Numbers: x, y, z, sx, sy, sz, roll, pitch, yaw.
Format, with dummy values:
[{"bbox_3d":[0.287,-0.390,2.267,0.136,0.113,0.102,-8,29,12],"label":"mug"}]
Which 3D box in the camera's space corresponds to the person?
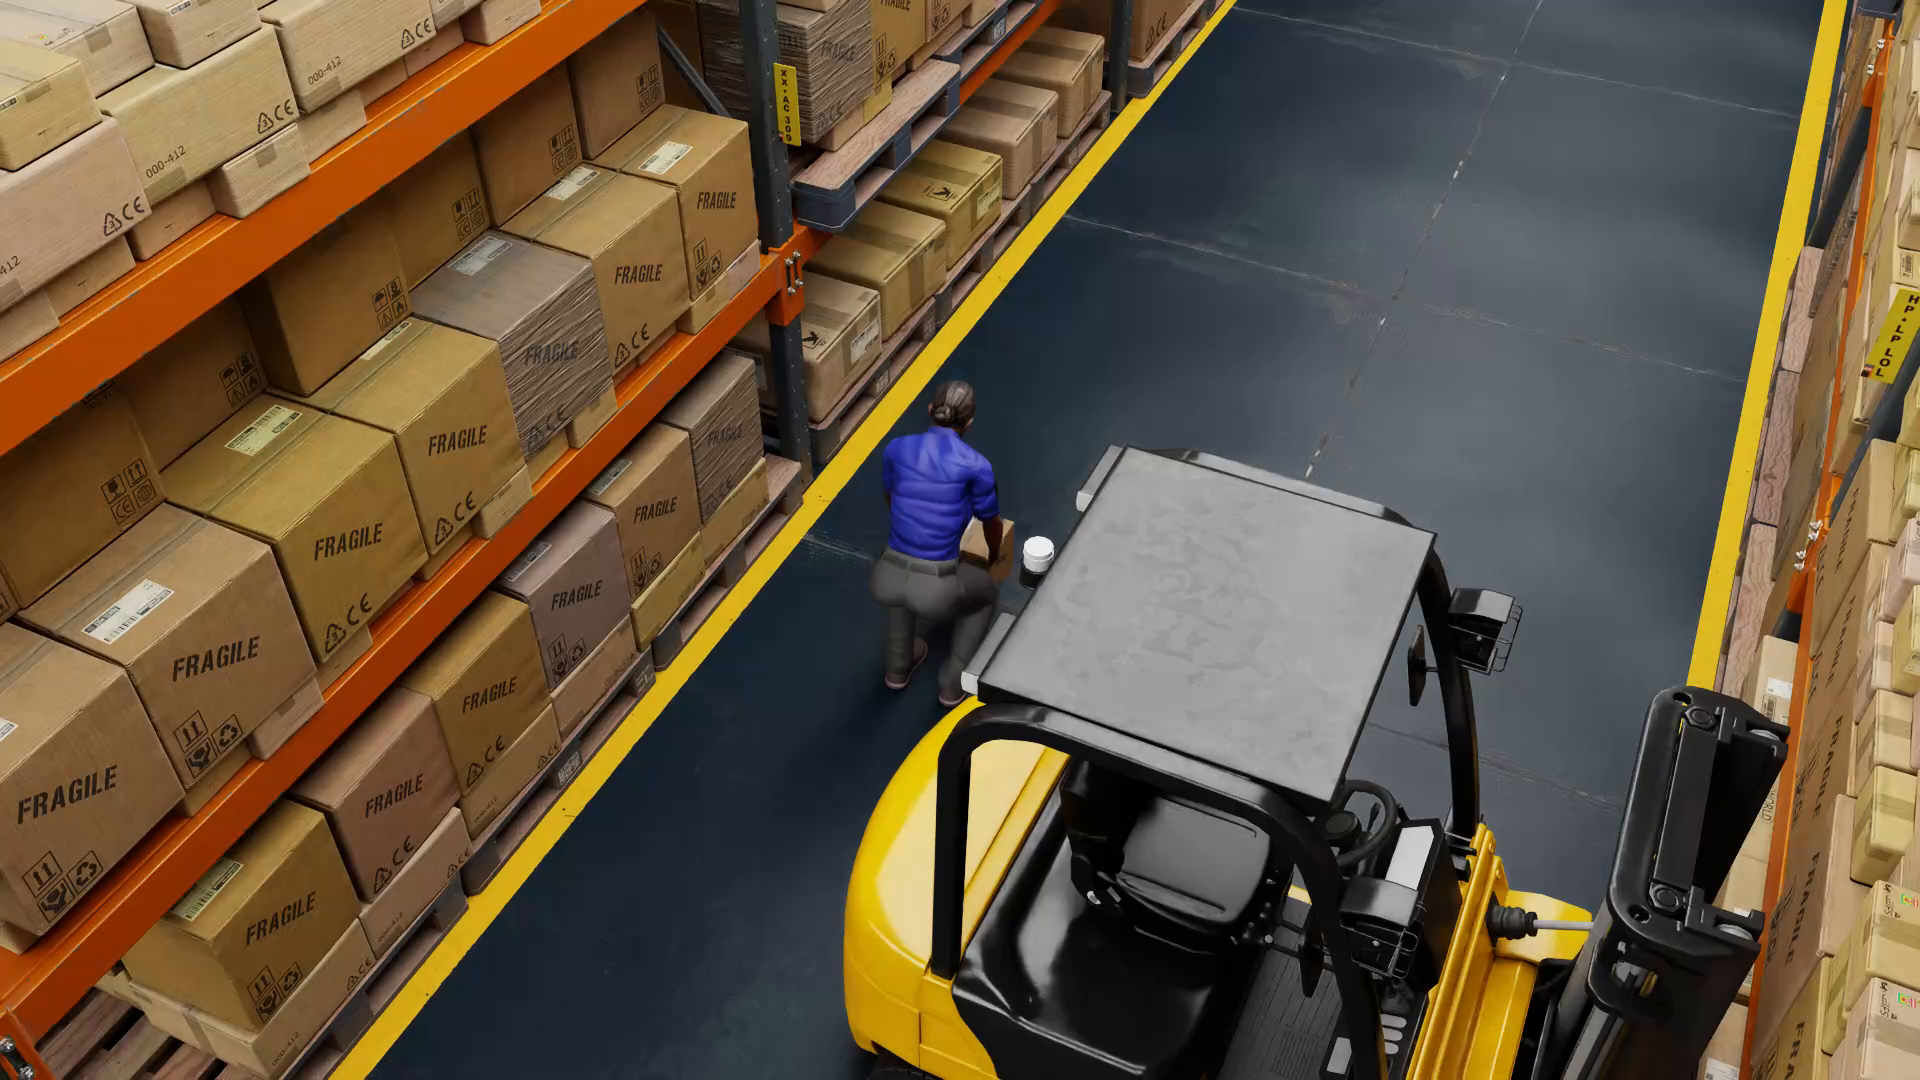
[{"bbox_3d":[-0.116,0.046,6.421,0.500,1.252,0.694,17,45,18],"label":"person"}]
